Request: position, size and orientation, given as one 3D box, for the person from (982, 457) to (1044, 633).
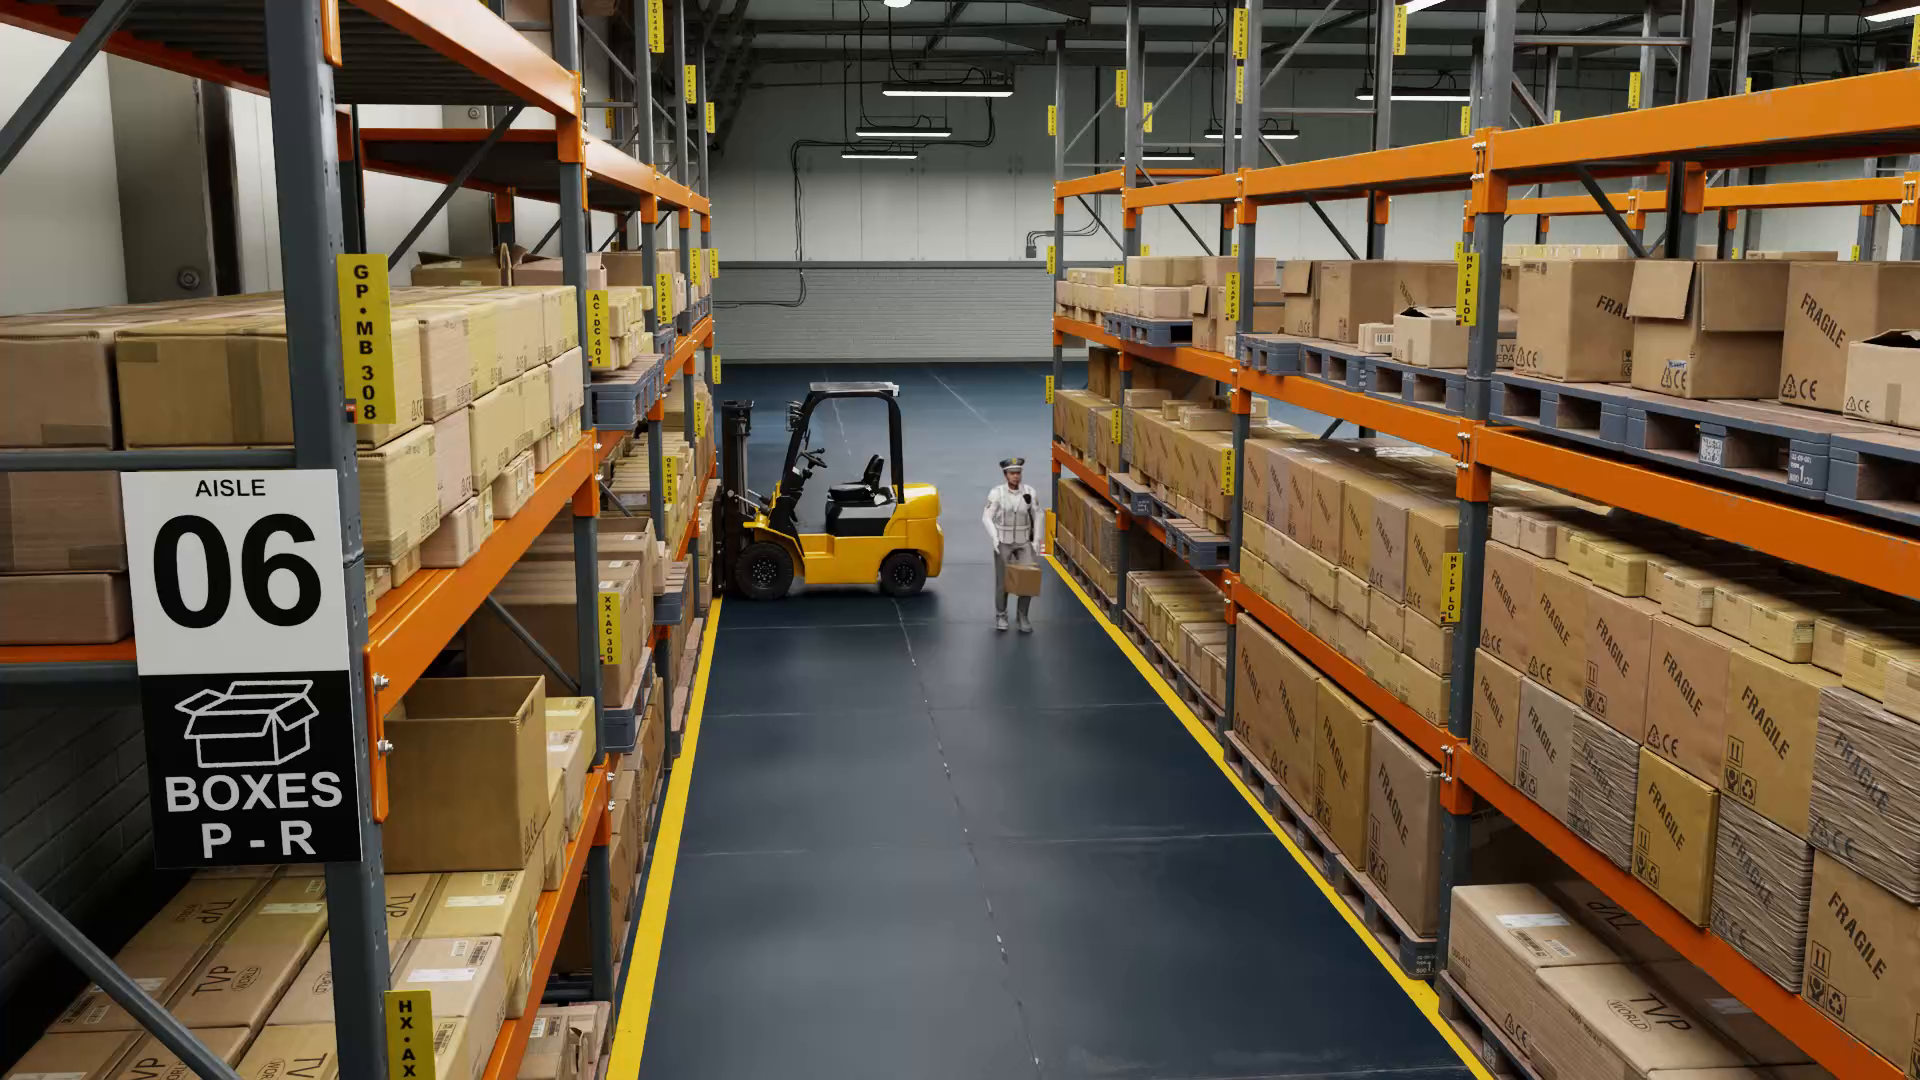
[{"bbox_3d":[0.509,0.037,15.667,0.606,1.670,0.523,-1,10,-8],"label":"person"}]
